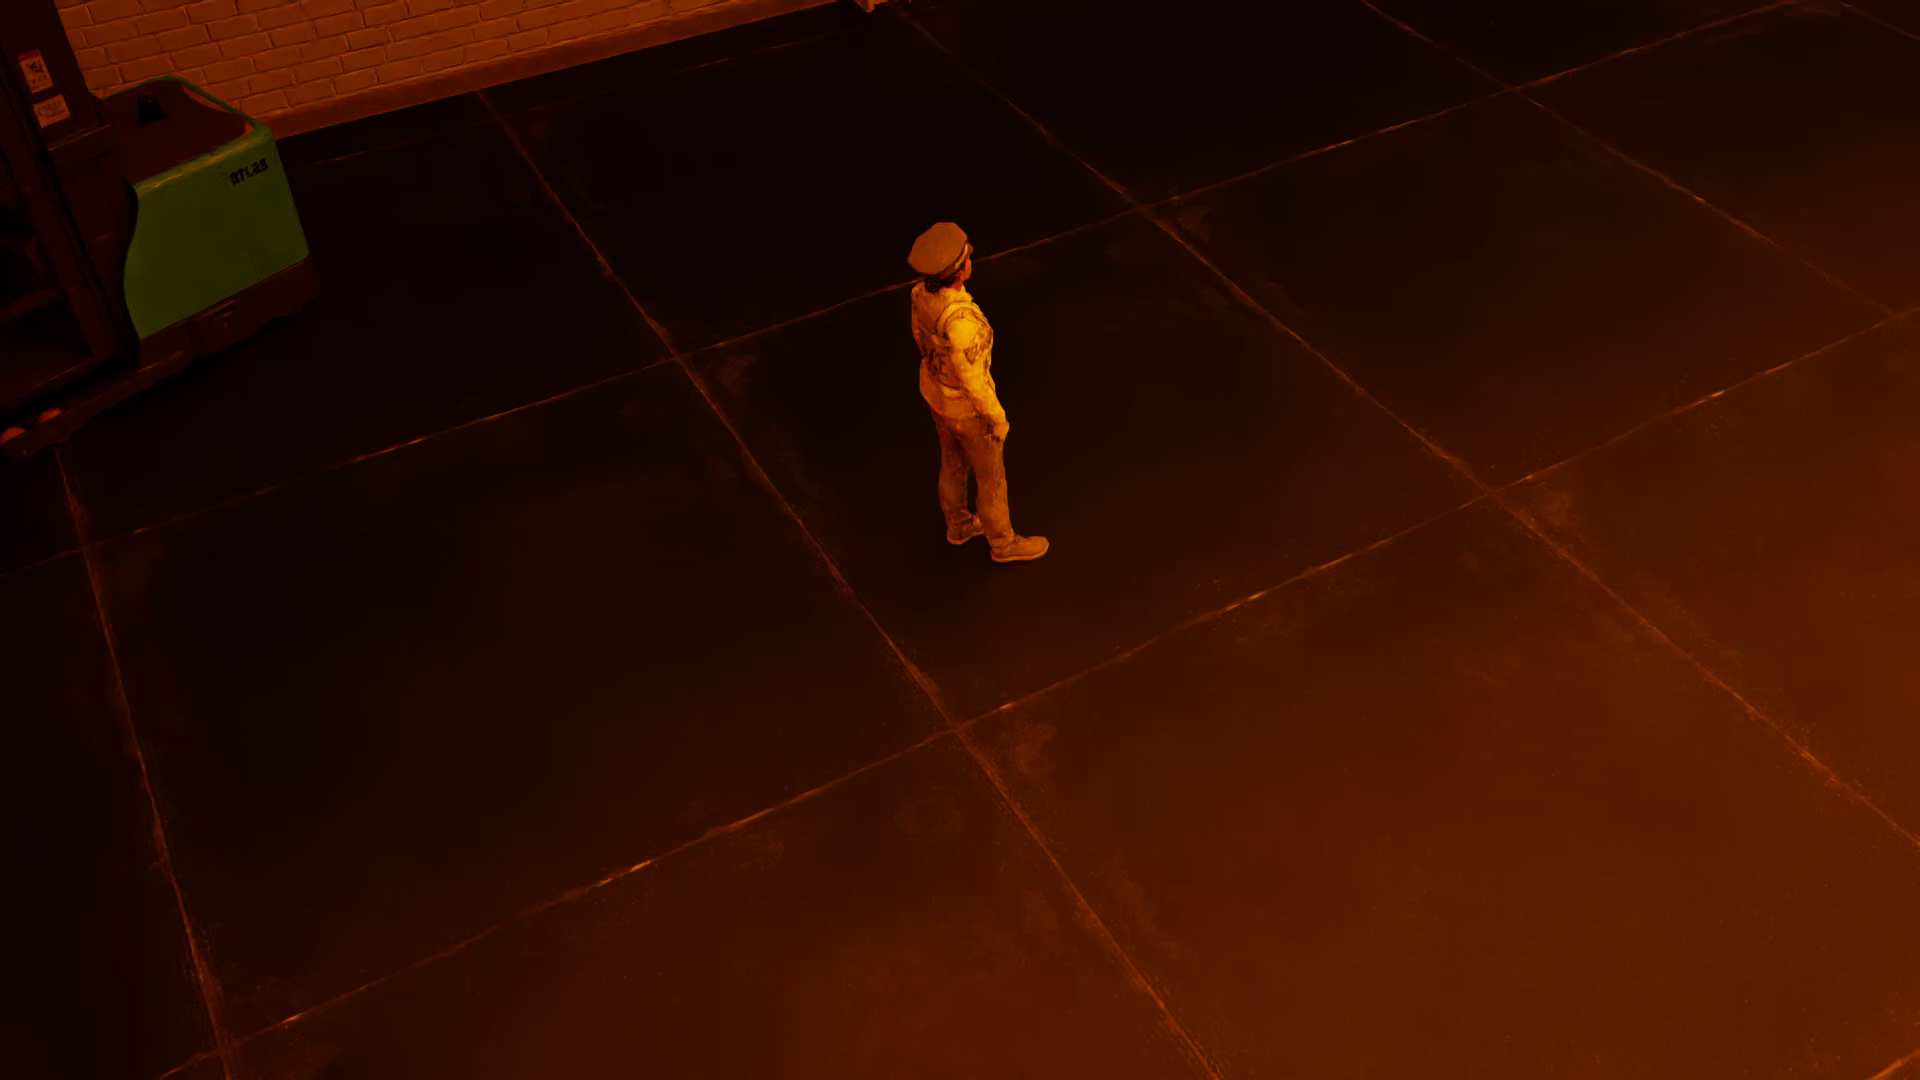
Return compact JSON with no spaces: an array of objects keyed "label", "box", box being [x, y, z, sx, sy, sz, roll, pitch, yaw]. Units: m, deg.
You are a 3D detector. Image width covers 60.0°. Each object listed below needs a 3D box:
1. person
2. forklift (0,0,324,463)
[{"label":"person","box":[0.062,-0.646,7.292,0.533,1.695,0.586,-21,47,-21]},{"label":"forklift","box":[-4.871,-1.855,7.698,1.130,2.935,3.031,30,50,28]}]
